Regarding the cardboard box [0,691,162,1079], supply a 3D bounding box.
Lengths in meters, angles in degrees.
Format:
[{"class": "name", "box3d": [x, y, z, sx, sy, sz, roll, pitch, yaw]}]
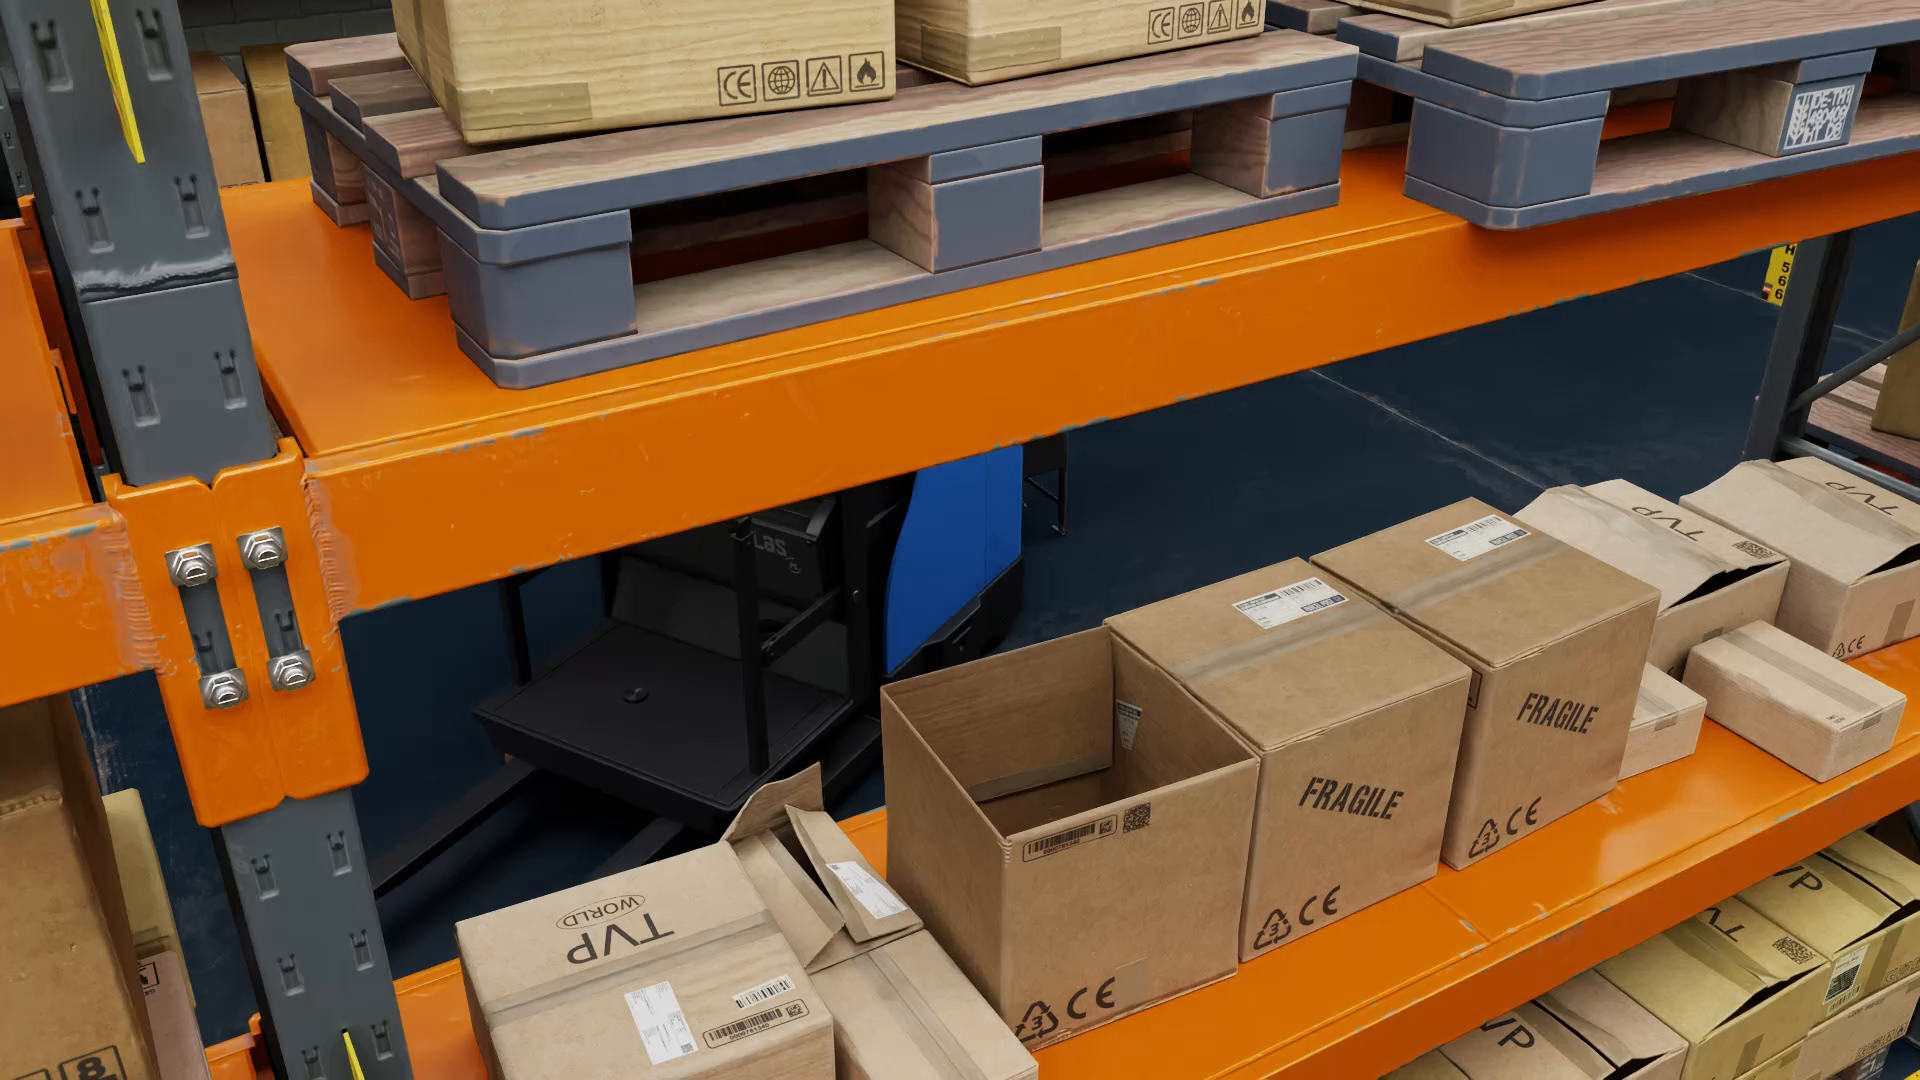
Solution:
[{"class": "cardboard box", "box3d": [-1.319, 0.390, 1.992, 0.500, 0.500, 0.700, -16, 33, -26]}]

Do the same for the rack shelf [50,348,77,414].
[{"class": "rack shelf", "box3d": [-5.177, -0.368, 5.556, 4.000, 0.370, 1.077, -16, 33, -26]}]

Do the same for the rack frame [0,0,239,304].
[{"class": "rack frame", "box3d": [-0.940, -1.736, 1.082, 0.127, 3.000, 1.000, -16, 33, -26]}]

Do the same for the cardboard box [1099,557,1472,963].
[{"class": "cardboard box", "box3d": [0.617, 0.414, 3.292, 0.500, 0.500, 0.500, -16, 33, -26]}]

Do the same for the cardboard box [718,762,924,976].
[{"class": "cardboard box", "box3d": [-0.275, 0.658, 3.093, 0.258, 0.266, 0.396, -17, 33, -28]}]

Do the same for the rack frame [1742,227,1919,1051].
[{"class": "rack frame", "box3d": [2.509, -0.089, 4.306, 0.127, 3.000, 1.000, -16, 33, -26]}]

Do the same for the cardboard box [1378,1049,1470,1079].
[{"class": "cardboard box", "box3d": [0.868, 1.291, 3.637, 0.500, 0.311, 0.500, -15, 32, -25]}]

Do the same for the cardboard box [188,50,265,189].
[{"class": "cardboard box", "box3d": [-2.996, -1.519, 6.339, 0.500, 0.500, 0.700, -16, 33, -26]}]

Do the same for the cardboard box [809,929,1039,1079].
[{"class": "cardboard box", "box3d": [-0.072, 0.869, 2.831, 0.250, 0.149, 0.380, -16, 33, -26]}]

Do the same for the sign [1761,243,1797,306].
[{"class": "sign", "box3d": [2.226, -0.785, 4.451, 0.005, 0.325, 0.100, -16, 33, -26]}]

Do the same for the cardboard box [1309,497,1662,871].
[{"class": "cardboard box", "box3d": [1.071, 0.285, 3.525, 0.500, 0.500, 0.500, -18, 34, -29]}]

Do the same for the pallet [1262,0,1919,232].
[{"class": "pallet", "box3d": [1.007, -0.841, 2.760, 1.213, 0.211, 1.003, -14, 32, -24]}]

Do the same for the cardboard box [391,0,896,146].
[{"class": "cardboard box", "box3d": [-0.404, -0.688, 2.008, 0.500, 0.250, 0.500, -12, 31, -21]}]

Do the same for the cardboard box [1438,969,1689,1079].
[{"class": "cardboard box", "box3d": [1.301, 1.169, 3.858, 0.500, 0.311, 0.500, -16, 33, -27]}]

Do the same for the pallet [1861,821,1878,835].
[{"class": "pallet", "box3d": [3.172, 0.965, 5.282, 1.213, 0.211, 1.003, -16, 33, -26]}]

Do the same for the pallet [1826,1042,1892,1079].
[{"class": "pallet", "box3d": [1.779, 1.318, 4.644, 1.213, 0.211, 1.003, -16, 33, -26]}]

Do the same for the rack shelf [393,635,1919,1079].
[{"class": "rack shelf", "box3d": [0.785, 0.716, 3.593, 4.000, 0.370, 1.077, -16, 33, -26]}]

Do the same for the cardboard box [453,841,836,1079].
[{"class": "cardboard box", "box3d": [-0.537, 0.818, 2.819, 0.500, 0.250, 0.500, -14, 32, -23]}]

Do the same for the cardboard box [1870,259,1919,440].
[{"class": "cardboard box", "box3d": [2.995, -0.517, 4.545, 0.700, 0.500, 0.500, 22, 36, 34]}]

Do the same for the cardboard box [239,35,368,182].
[{"class": "cardboard box", "box3d": [-2.511, -1.653, 6.581, 0.500, 0.500, 0.700, -12, 31, -21]}]

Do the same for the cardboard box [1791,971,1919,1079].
[{"class": "cardboard box", "box3d": [2.179, 1.162, 4.451, 0.500, 0.250, 0.500, -15, 32, -25]}]

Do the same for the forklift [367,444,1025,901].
[{"class": "forklift", "box3d": [-0.921, -0.478, 5.084, 1.130, 2.935, 3.031, 16, 33, 26]}]

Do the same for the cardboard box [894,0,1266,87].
[{"class": "cardboard box", "box3d": [0.069, -0.823, 2.253, 0.500, 0.250, 0.500, -19, 34, -31]}]

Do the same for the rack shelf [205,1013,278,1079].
[{"class": "rack shelf", "box3d": [-2.664, 1.695, 1.818, 4.000, 0.370, 1.077, -16, 33, -26]}]

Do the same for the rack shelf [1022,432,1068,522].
[{"class": "rack shelf", "box3d": [0.143, -0.335, 7.161, 0.480, 0.518, 0.431, -16, 33, -26]}]

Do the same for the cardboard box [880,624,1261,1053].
[{"class": "cardboard box", "box3d": [0.185, 0.537, 3.070, 0.500, 0.500, 0.500, -13, 32, -23]}]

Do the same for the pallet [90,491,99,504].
[{"class": "pallet", "box3d": [-4.014, 0.228, 6.619, 1.213, 0.211, 1.003, -16, 33, -26]}]

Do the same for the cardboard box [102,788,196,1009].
[{"class": "cardboard box", "box3d": [-1.269, 0.548, 2.378, 0.250, 0.149, 0.380, -16, 33, -26]}]

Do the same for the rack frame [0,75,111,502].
[{"class": "rack frame", "box3d": [-3.453, -1.172, 6.269, 0.127, 3.000, 1.000, -16, 33, -26]}]

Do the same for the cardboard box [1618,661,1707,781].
[{"class": "cardboard box", "box3d": [1.438, 0.357, 3.758, 0.250, 0.149, 0.380, -13, 32, -23]}]

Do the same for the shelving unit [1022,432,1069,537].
[{"class": "shelving unit", "box3d": [0.143, -0.960, 6.816, 0.503, 2.100, 0.431, -16, 33, -26]}]

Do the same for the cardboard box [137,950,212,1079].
[{"class": "cardboard box", "box3d": [-1.066, 0.719, 2.068, 0.250, 0.149, 0.380, -16, 33, -26]}]

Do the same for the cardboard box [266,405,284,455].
[{"class": "cardboard box", "box3d": [-2.826, -0.457, 7.106, 0.500, 0.500, 0.700, -15, 32, -25]}]

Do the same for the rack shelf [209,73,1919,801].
[{"class": "rack shelf", "box3d": [0.785, -0.597, 2.868, 4.000, 0.370, 1.077, -16, 33, -26]}]

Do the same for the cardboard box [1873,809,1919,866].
[{"class": "cardboard box", "box3d": [3.046, 0.821, 4.790, 0.500, 0.500, 0.500, -14, 32, -24]}]

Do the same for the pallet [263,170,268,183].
[{"class": "pallet", "box3d": [-2.720, -1.215, 6.545, 1.213, 0.211, 1.003, -16, 33, -26]}]

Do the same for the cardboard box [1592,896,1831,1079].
[{"class": "cardboard box", "box3d": [1.737, 1.047, 4.080, 0.500, 0.311, 0.500, -16, 33, -27]}]

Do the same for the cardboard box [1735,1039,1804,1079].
[{"class": "cardboard box", "box3d": [1.736, 1.290, 4.220, 0.500, 0.250, 0.500, -16, 33, -27]}]

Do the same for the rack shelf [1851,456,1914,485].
[{"class": "rack shelf", "box3d": [4.233, -0.263, 5.367, 4.000, 0.370, 1.077, -16, 33, -26]}]

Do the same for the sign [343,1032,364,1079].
[{"class": "sign", "box3d": [-0.657, 0.708, 1.885, 0.005, 0.325, 0.100, -16, 33, -26]}]

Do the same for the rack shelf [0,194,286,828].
[{"class": "rack shelf", "box3d": [-2.664, 0.382, 1.094, 4.000, 0.370, 1.077, -16, 33, -26]}]

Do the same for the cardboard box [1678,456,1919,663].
[{"class": "cardboard box", "box3d": [2.173, 0.021, 4.199, 0.500, 0.311, 0.500, -14, 32, -23]}]

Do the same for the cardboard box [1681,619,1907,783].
[{"class": "cardboard box", "box3d": [1.874, 0.357, 3.759, 0.250, 0.149, 0.380, -16, 33, -26]}]

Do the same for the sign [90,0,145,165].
[{"class": "sign", "box3d": [-0.657, -0.453, 1.245, 0.005, 0.325, 0.100, -16, 33, -26]}]

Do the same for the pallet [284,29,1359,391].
[{"class": "pallet", "box3d": [-0.186, -0.560, 2.254, 1.217, 0.209, 0.805, -17, 33, -28]}]

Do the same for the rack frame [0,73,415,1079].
[{"class": "rack frame", "box3d": [-0.940, 0.891, 2.532, 0.127, 3.000, 1.000, -16, 33, -26]}]

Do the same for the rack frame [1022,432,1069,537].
[{"class": "rack frame", "box3d": [0.353, -1.020, 6.924, 0.015, 2.100, 0.400, -16, 33, -26]}]

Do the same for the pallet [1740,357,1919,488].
[{"class": "pallet", "box3d": [3.058, -0.200, 4.706, 1.003, 0.211, 1.213, -16, 33, -26]}]

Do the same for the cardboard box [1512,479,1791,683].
[{"class": "cardboard box", "box3d": [1.640, 0.089, 4.077, 0.500, 0.311, 0.500, -16, 33, -27]}]

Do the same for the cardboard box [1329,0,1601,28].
[{"class": "cardboard box", "box3d": [0.740, -0.983, 2.544, 0.500, 0.250, 0.500, -19, 34, -30]}]

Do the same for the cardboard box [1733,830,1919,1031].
[{"class": "cardboard box", "box3d": [2.182, 0.917, 4.315, 0.500, 0.311, 0.500, -15, 32, -25]}]
